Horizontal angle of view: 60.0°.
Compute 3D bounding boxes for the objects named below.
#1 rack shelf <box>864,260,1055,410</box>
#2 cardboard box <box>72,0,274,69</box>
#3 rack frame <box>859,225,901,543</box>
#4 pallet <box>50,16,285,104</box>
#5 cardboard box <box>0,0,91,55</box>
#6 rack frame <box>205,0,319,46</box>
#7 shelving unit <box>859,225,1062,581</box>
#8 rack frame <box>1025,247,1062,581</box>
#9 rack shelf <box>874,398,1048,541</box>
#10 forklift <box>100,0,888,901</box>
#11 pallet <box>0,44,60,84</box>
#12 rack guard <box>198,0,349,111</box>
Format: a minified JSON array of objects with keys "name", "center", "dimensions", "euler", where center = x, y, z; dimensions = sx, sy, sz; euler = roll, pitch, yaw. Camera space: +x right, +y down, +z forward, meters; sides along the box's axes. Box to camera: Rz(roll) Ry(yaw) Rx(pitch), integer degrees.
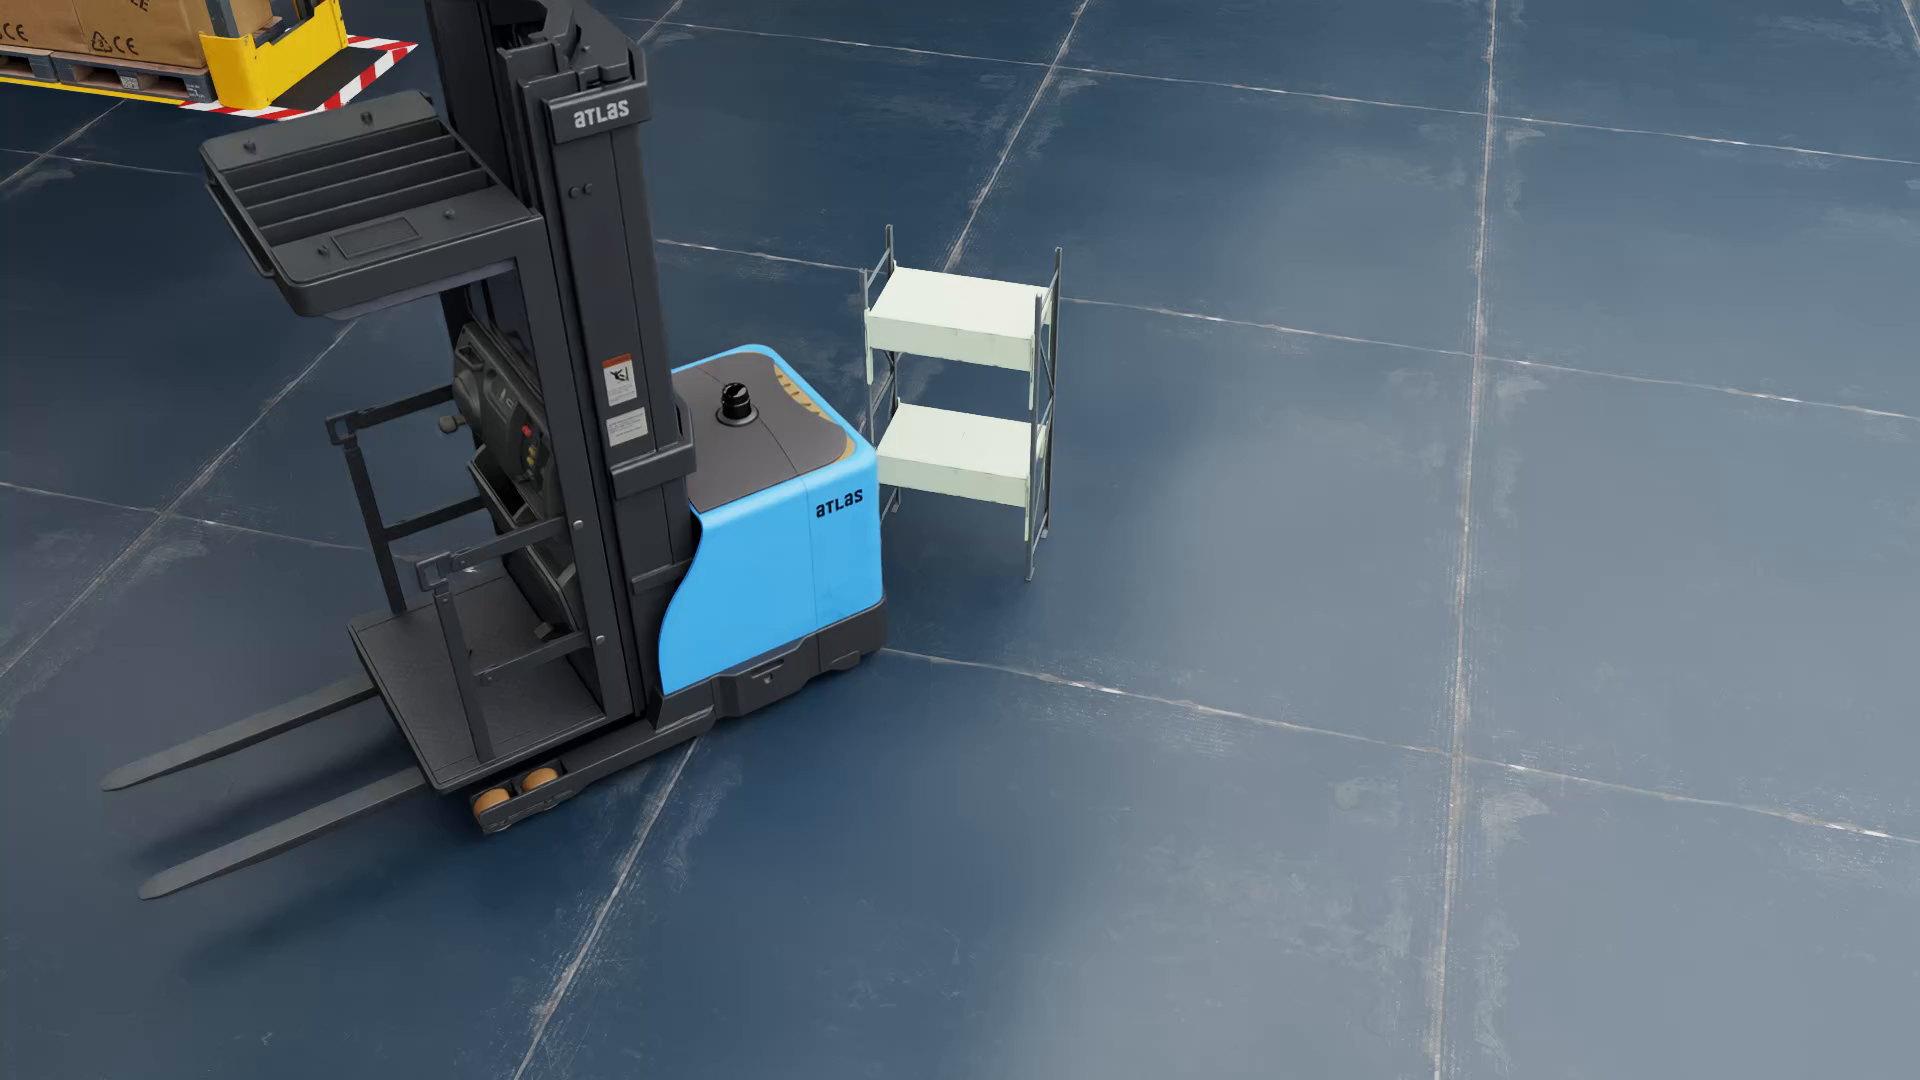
[{"name":"rack shelf","center":[0.006,-0.872,7.040],"dimensions":[0.720,0.370,0.431],"euler":[10,41,11]},{"name":"cardboard box","center":[-5.427,-3.854,11.357],"dimensions":[0.875,0.875,0.875],"euler":[10,41,12]},{"name":"rack frame","center":[-0.347,-0.634,7.363],"dimensions":[0.023,1.500,0.400],"euler":[10,41,11]},{"name":"pallet","center":[-5.548,-3.451,11.720],"dimensions":[1.213,0.211,1.003],"euler":[10,41,11]},{"name":"cardboard box","center":[-6.278,-3.999,11.529],"dimensions":[0.875,0.875,0.875],"euler":[9,41,11]},{"name":"rack frame","center":[-4.755,-4.435,10.723],"dimensions":[0.127,3.000,1.000],"euler":[10,41,11]},{"name":"shelving unit","center":[0.006,-0.573,7.291],"dimensions":[0.755,1.500,0.431],"euler":[10,41,11]},{"name":"rack frame","center":[0.360,-0.512,7.218],"dimensions":[0.023,1.500,0.400],"euler":[10,41,11]},{"name":"rack shelf","center":[0.006,-0.324,7.501],"dimensions":[0.720,0.370,0.431],"euler":[10,41,11]},{"name":"forklift","center":[-1.826,-0.385,5.954],"dimensions":[3.031,2.935,1.130],"euler":[-23,45,-25]},{"name":"pallet","center":[-6.723,-3.656,11.963],"dimensions":[1.213,0.211,1.003],"euler":[10,41,11]},{"name":"rack guard","center":[-4.732,-3.474,11.522],"dimensions":[0.348,0.500,1.175],"euler":[10,41,11]}]
